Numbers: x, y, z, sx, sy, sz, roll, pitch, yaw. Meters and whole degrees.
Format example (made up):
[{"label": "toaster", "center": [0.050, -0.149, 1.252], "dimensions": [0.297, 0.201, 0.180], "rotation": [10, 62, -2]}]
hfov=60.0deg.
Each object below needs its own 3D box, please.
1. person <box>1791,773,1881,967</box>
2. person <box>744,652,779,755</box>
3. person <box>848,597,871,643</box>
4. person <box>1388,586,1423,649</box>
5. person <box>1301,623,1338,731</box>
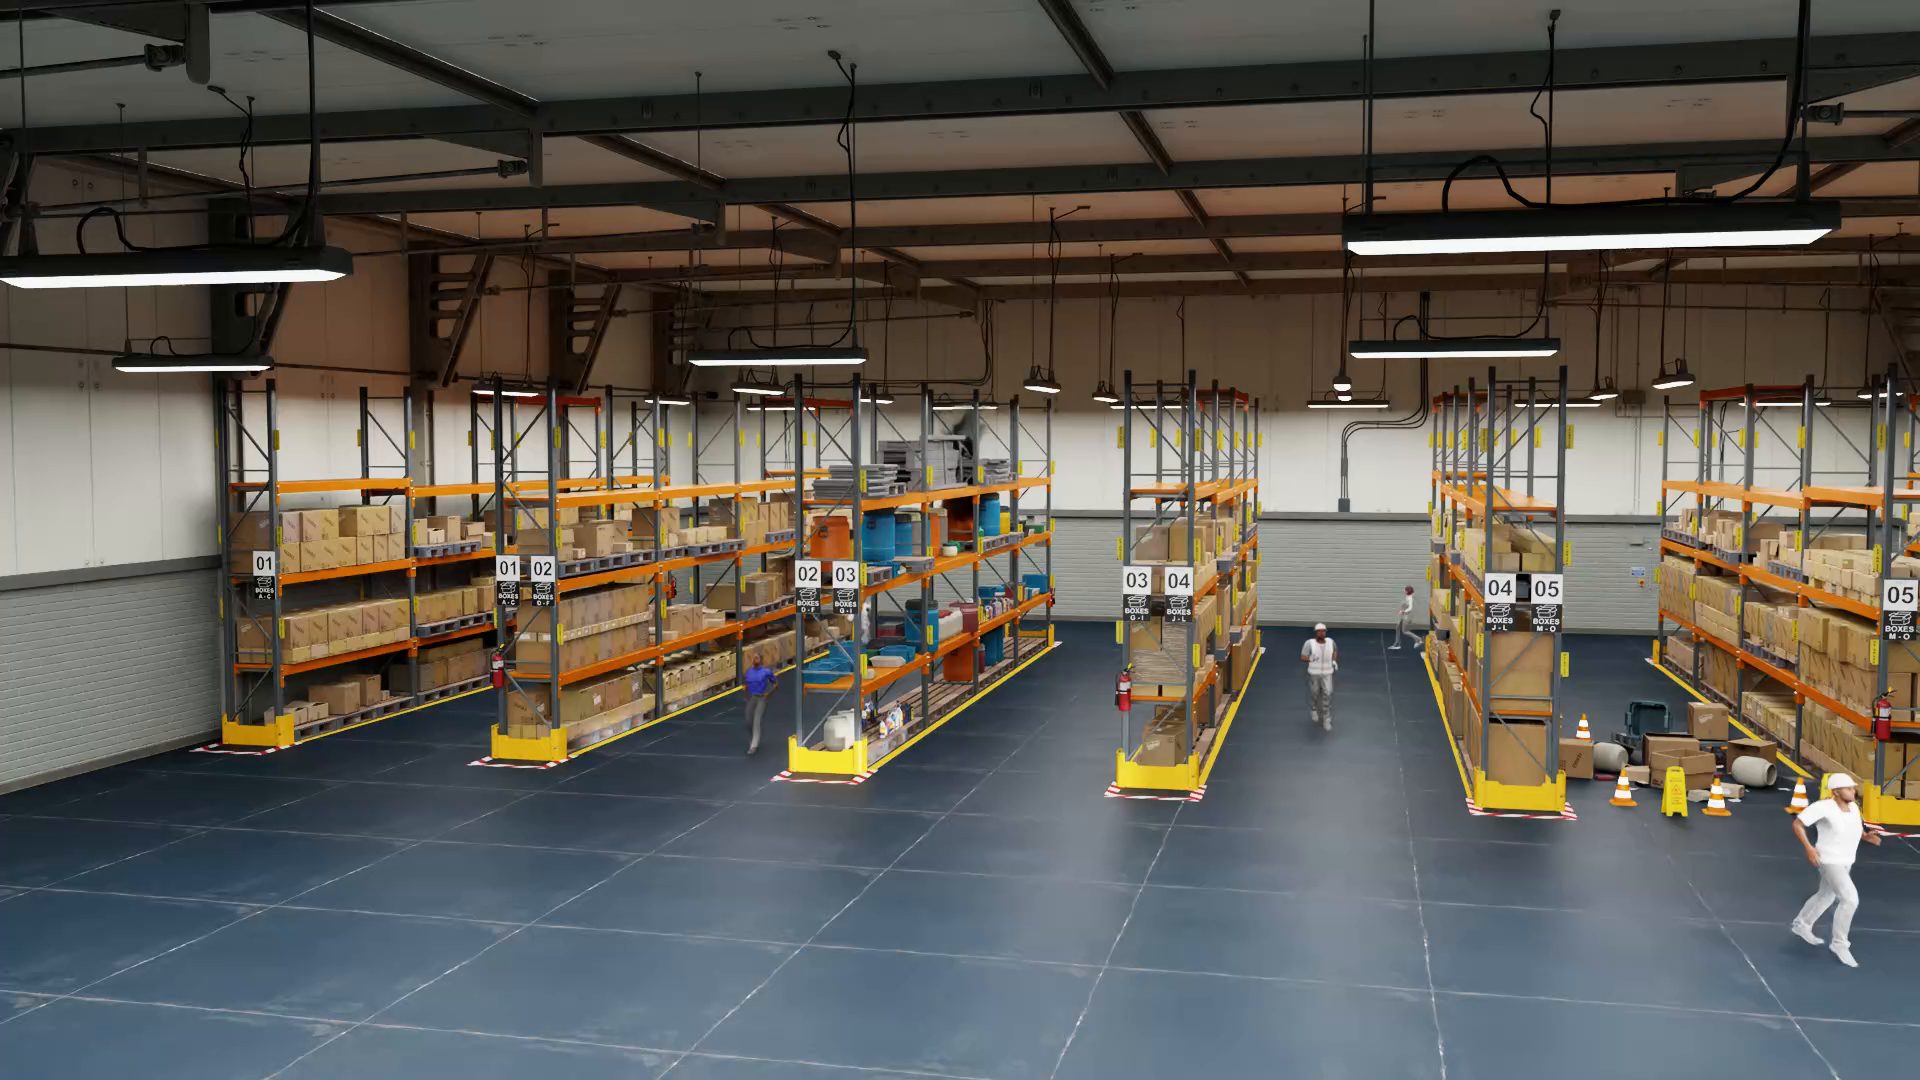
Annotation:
[{"label": "person", "center": [8.482, 3.150, 16.151], "dimensions": [0.686, 1.821, 0.785], "rotation": [-2, 4, -34]}, {"label": "person", "center": [-3.251, 2.608, 26.673], "dimensions": [0.581, 1.591, 0.670], "rotation": [1, 4, 18]}, {"label": "person", "center": [-2.161, 1.961, 36.529], "dimensions": [0.594, 1.675, 0.806], "rotation": [0, 3, 1]}, {"label": "person", "center": [10.621, 1.857, 39.601], "dimensions": [0.789, 1.554, 0.582], "rotation": [1, 4, 12]}, {"label": "person", "center": [6.265, 2.347, 28.945], "dimensions": [0.675, 1.804, 0.923], "rotation": [0, 3, 3]}]
